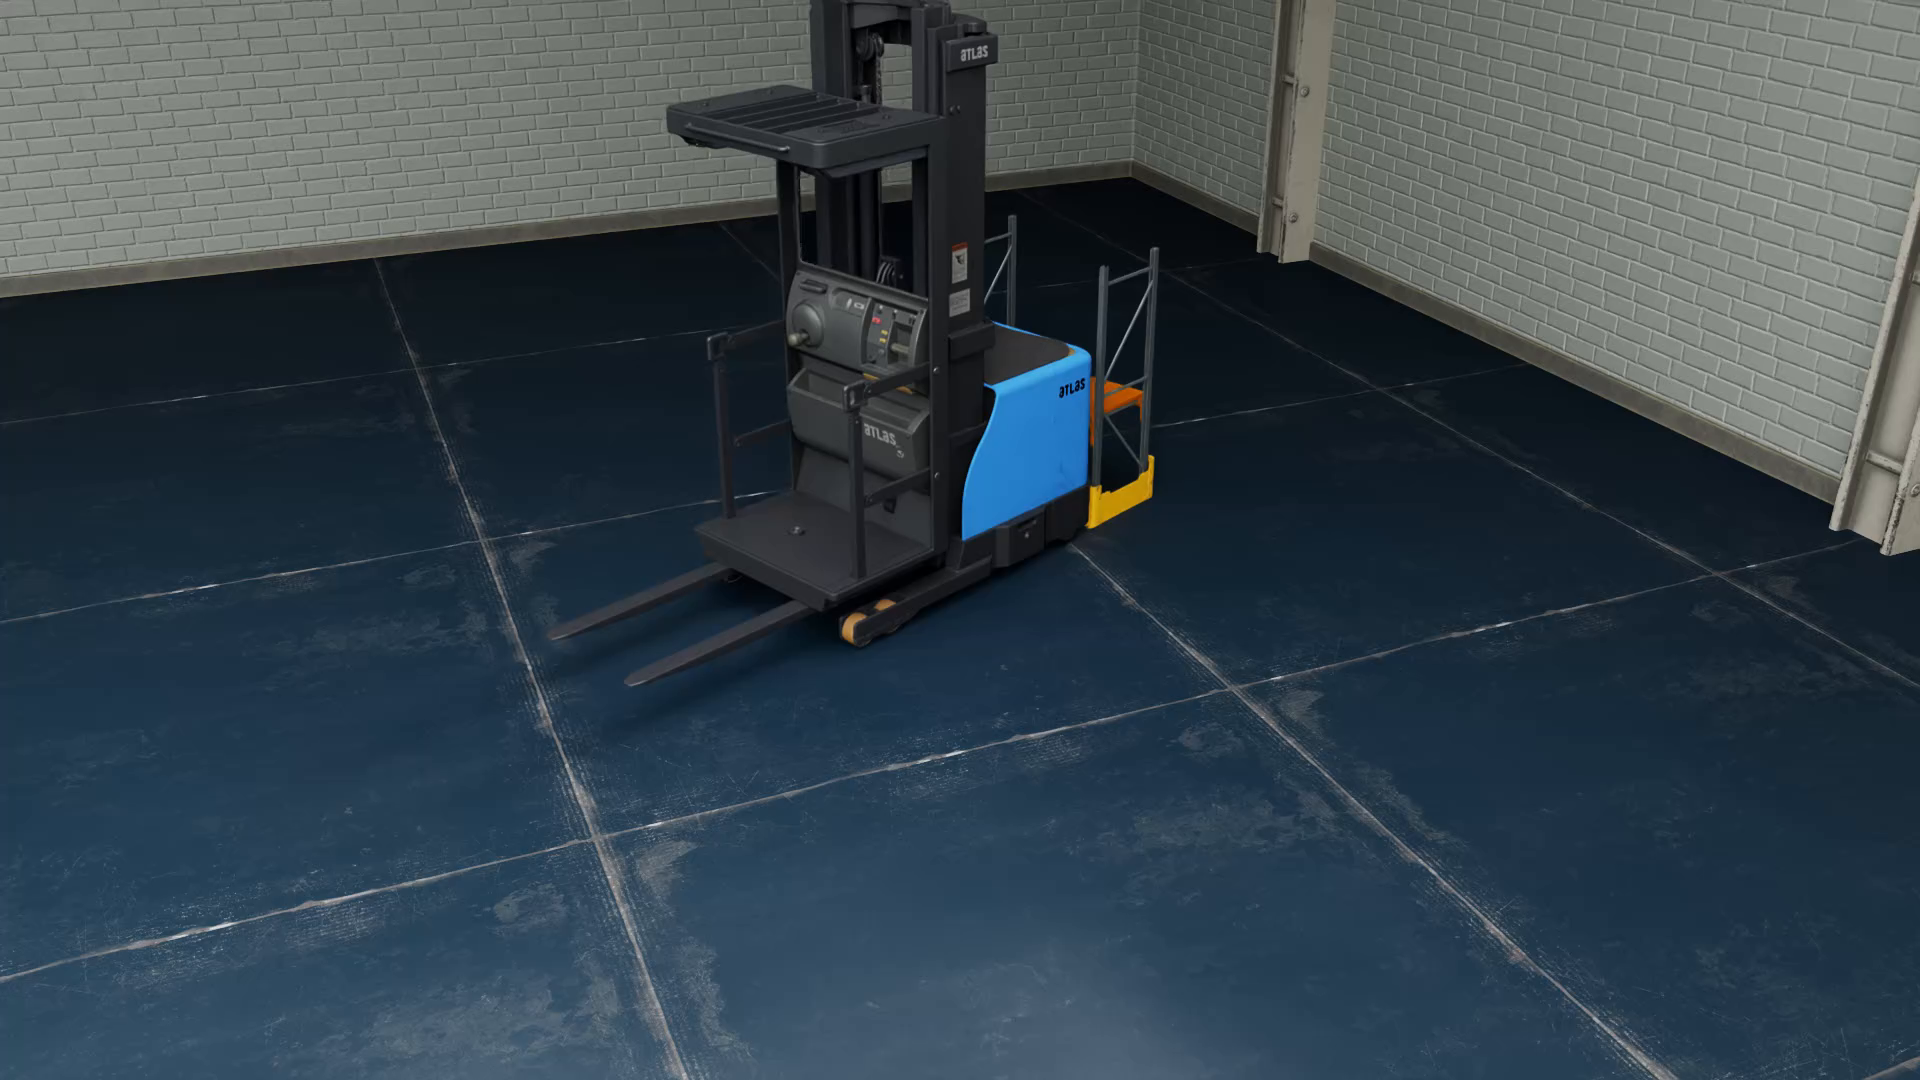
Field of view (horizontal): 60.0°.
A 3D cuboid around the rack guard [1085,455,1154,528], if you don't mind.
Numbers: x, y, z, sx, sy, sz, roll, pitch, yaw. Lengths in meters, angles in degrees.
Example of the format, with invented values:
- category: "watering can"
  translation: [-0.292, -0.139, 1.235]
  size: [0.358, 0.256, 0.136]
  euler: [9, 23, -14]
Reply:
- category: "rack guard"
  translation: [0.914, -0.286, 9.552]
  size: [0.087, 0.250, 0.587]
  euler: [21, 33, 37]

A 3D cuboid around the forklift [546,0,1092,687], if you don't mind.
- category: "forklift"
  translation: [-0.662, -1.045, 8.050]
  size: [1.130, 2.935, 3.031]
  euler: [23, 34, 38]

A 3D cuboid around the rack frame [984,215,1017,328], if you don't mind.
- category: "rack frame"
  translation: [0.155, -1.144, 9.884]
  size: [0.032, 1.500, 0.500]
  euler: [21, 33, 37]

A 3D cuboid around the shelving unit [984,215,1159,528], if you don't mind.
- category: "shelving unit"
  translation: [0.542, -0.993, 9.575]
  size: [1.083, 1.500, 0.587]
  euler: [21, 33, 37]

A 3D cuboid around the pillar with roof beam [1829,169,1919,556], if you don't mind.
- category: "pillar with roof beam"
  translation: [1.164, -3.323, 5.800]
  size: [9.100, 9.000, 0.400]
  euler: [-11, 28, -21]

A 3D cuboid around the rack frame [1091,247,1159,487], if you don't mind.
- category: "rack frame"
  translation: [0.915, -0.848, 9.277]
  size: [0.032, 1.500, 0.500]
  euler: [21, 33, 37]

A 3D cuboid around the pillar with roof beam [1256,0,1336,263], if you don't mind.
- category: "pillar with roof beam"
  translation: [-1.186, -5.746, 10.761]
  size: [9.100, 9.000, 0.400]
  euler: [-11, 28, -21]

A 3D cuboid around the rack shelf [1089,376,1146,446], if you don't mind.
- category: "rack shelf"
  translation: [0.535, -0.834, 9.659]
  size: [1.000, 0.185, 0.538]
  euler: [21, 33, 37]
